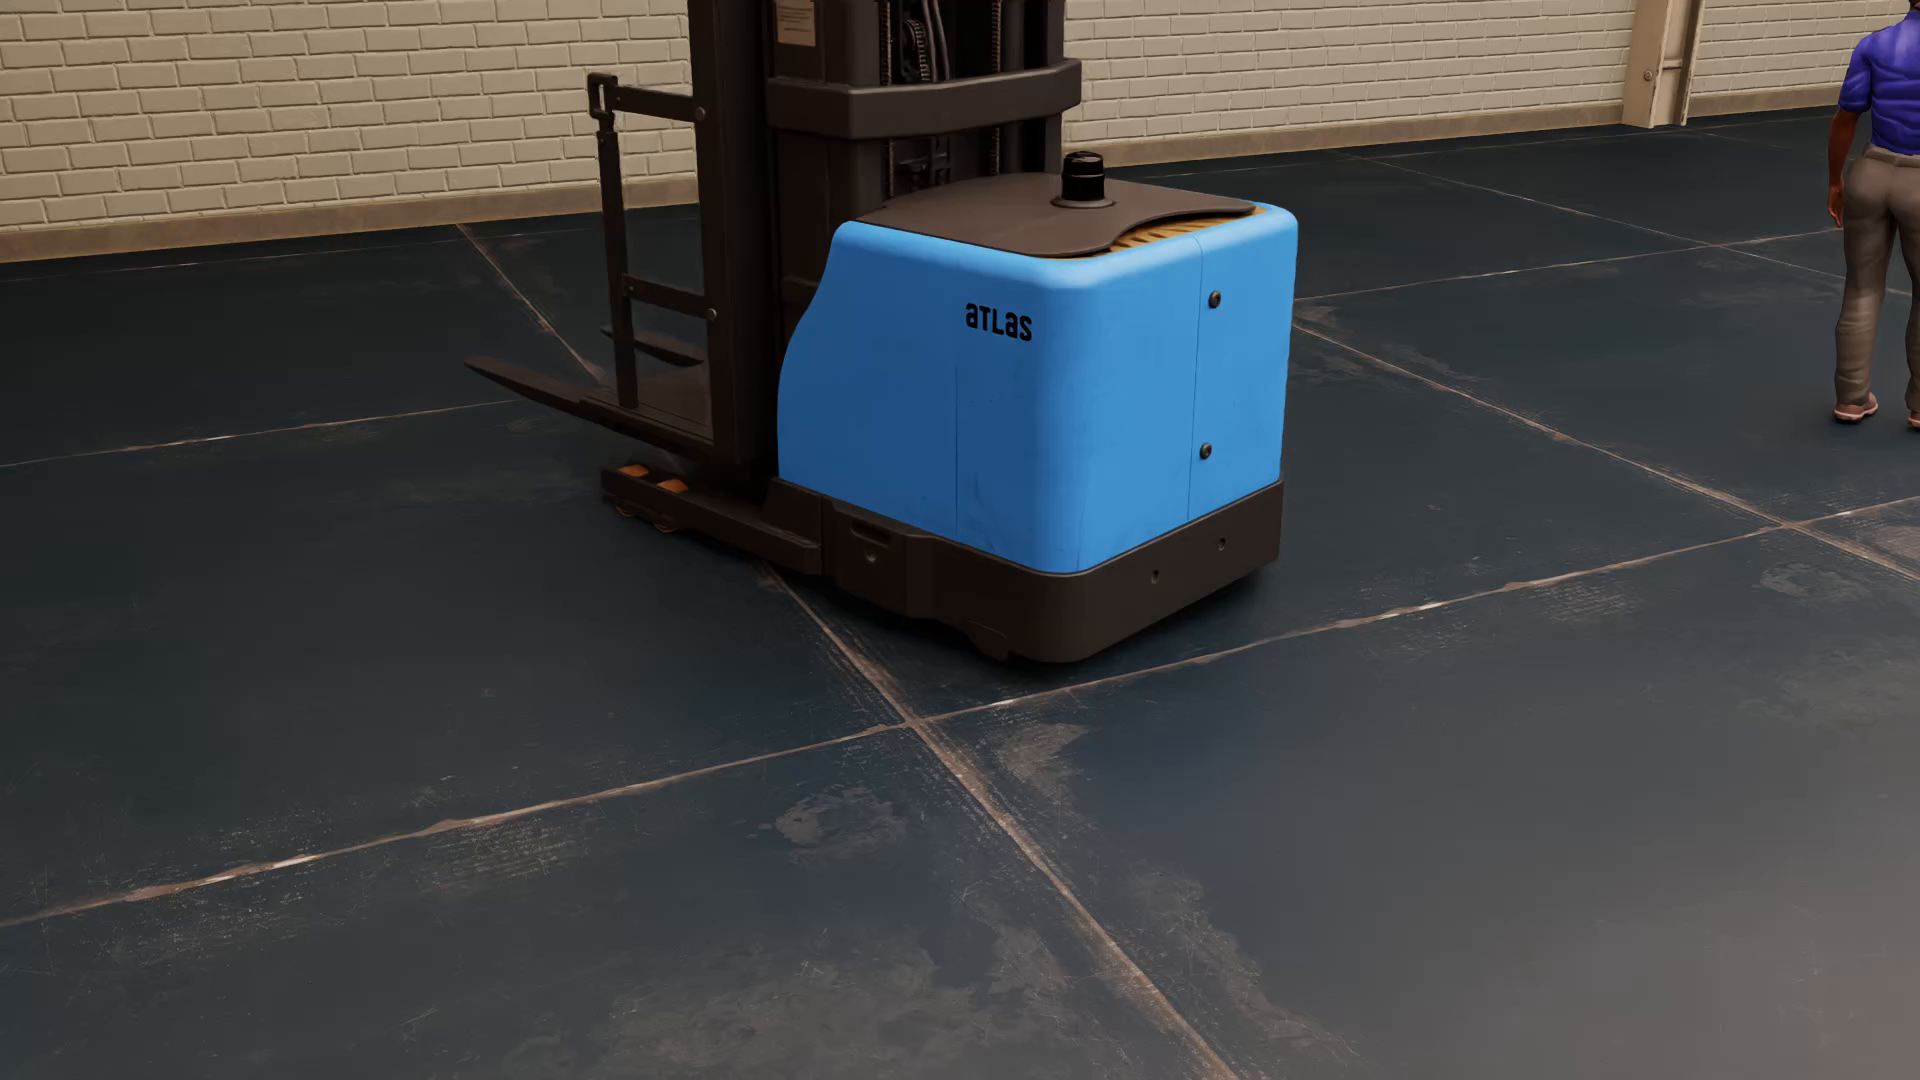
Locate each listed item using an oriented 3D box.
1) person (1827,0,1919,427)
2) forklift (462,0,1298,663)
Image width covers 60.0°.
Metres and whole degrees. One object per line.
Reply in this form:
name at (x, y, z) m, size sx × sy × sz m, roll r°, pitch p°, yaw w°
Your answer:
person at (3.377, -1.224, 5.878) m, size 0.504 × 1.654 × 0.569 m, roll -18°, pitch 29°, yaw -37°
forklift at (-0.497, -1.504, 4.906) m, size 3.031 × 2.935 × 1.130 m, roll 20°, pitch 30°, yaw 39°
